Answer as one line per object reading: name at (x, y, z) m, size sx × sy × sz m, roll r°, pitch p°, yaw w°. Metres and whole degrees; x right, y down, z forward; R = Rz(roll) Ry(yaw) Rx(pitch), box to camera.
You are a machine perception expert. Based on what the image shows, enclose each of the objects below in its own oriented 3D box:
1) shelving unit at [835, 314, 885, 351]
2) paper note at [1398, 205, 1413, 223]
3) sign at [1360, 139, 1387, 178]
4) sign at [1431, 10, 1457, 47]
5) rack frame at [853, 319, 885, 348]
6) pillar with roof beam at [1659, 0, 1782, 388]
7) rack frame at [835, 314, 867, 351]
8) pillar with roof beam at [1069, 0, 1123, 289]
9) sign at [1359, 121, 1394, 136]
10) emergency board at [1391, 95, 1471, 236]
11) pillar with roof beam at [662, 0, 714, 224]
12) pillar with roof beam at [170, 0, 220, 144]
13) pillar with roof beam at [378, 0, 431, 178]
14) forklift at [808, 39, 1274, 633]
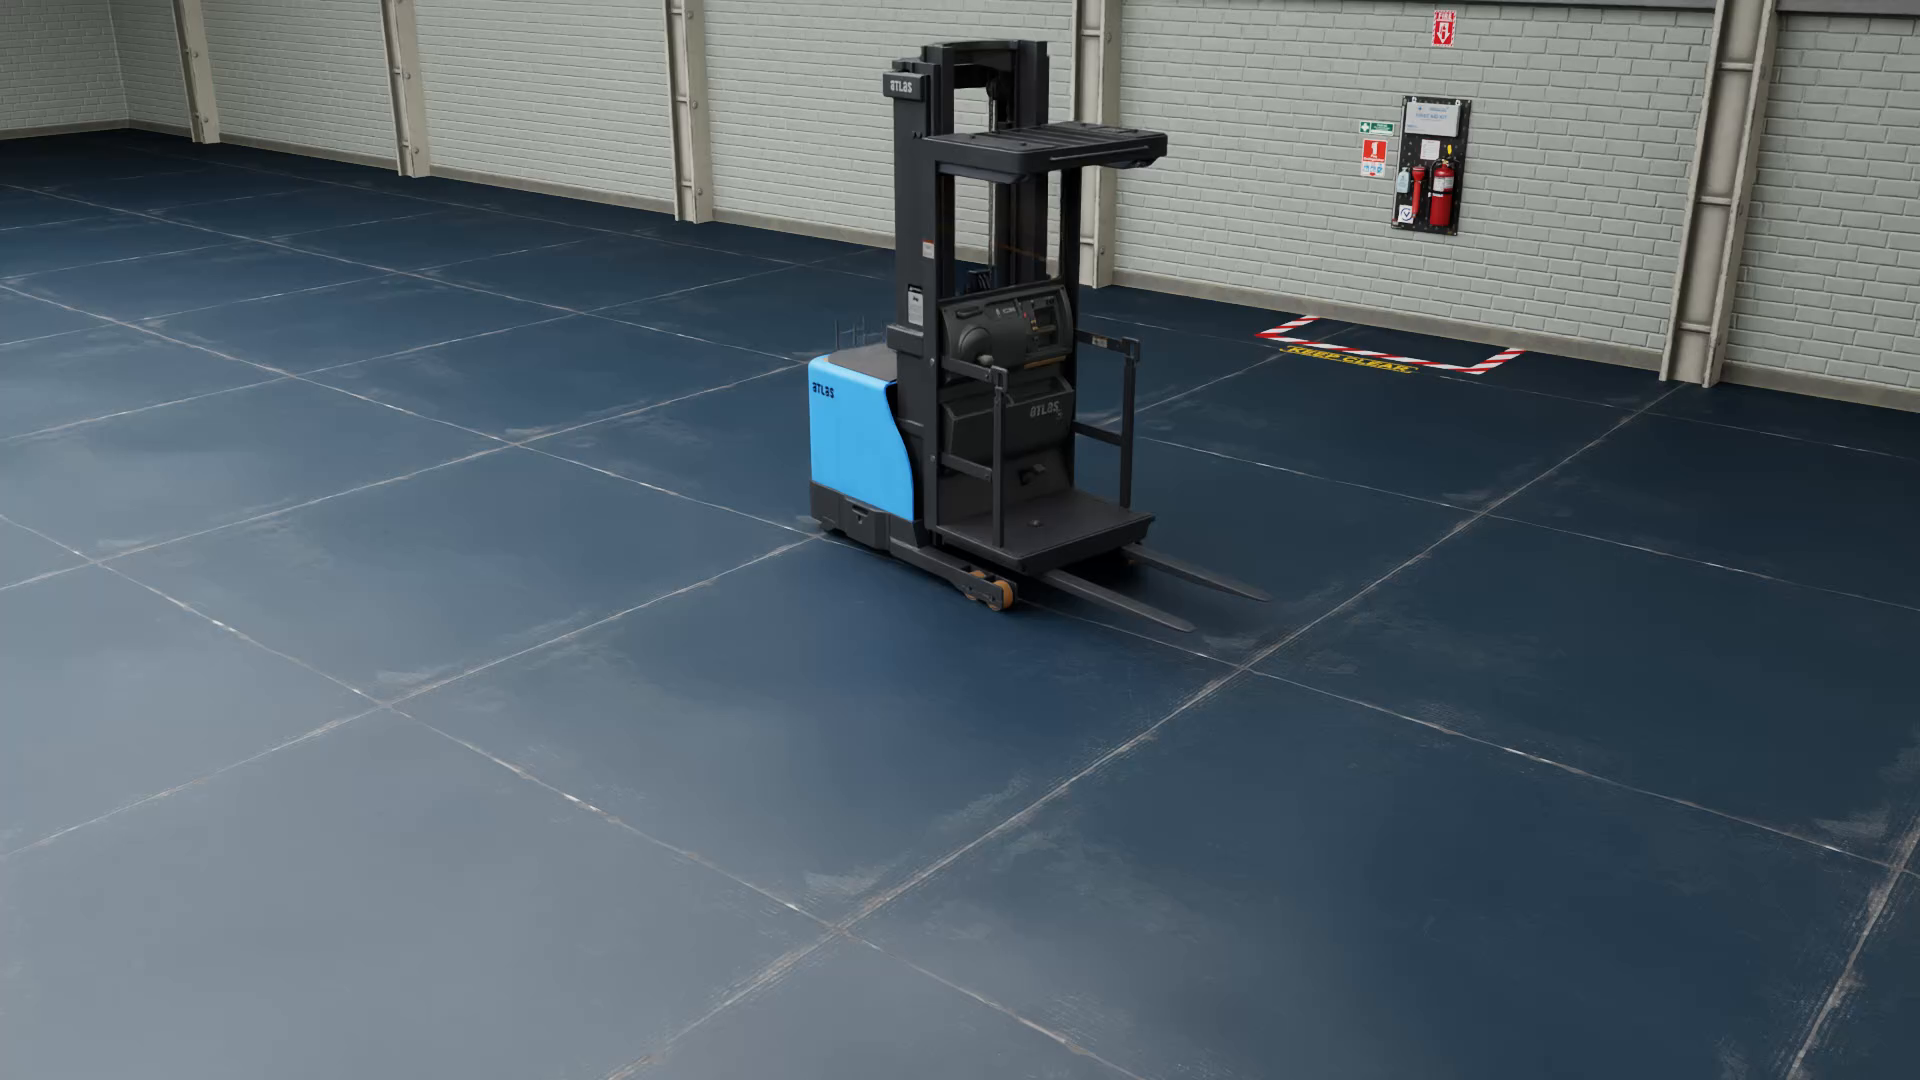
shelving unit at (-0.621, -0.819, 10.635) m, size 0.258 × 1.200 × 0.189 m, roll -17°, pitch 25°, yaw -38°
paper note at (4.005, -2.925, 14.921) m, size 0.142 × 0.148 × 0.016 m, roll 16°, pitch 26°, yaw 36°
sign at (3.735, -3.447, 15.006) m, size 0.234 × 0.329 × 0.001 m, roll 16°, pitch 26°, yaw 36°
sign at (4.155, -4.392, 14.279) m, size 0.199 × 0.298 × 0.001 m, roll 16°, pitch 26°, yaw 36°
rack frame at (-0.561, -0.797, 10.570) m, size 0.240 × 1.200 × 0.006 m, roll -17°, pitch 25°, yaw -38°
pillar with roof beam at (3.267, -4.347, 8.942) m, size 0.400 × 9.000 × 9.100 m, roll 16°, pitch 26°, yaw 36°
rack frame at (-0.681, -0.842, 10.701) m, size 0.240 × 1.200 × 0.006 m, roll -17°, pitch 25°, yaw -38°
pillar with roof beam at (-1.382, -5.685, 12.492) m, size 0.400 × 9.000 × 9.100 m, roll 16°, pitch 26°, yaw 36°
sign at (3.733, -3.691, 14.904) m, size 0.331 × 0.109 × 0.001 m, roll 16°, pitch 26°, yaw 36°
emergency board at (4.098, -3.278, 14.611) m, size 0.643 × 1.169 × 0.194 m, roll 16°, pitch 26°, yaw 36°
pillar with roof beam at (-6.030, -7.024, 16.041) m, size 0.400 × 9.000 × 9.100 m, roll 16°, pitch 26°, yaw 36°
pillar with roof beam at (-15.327, -9.701, 23.141) m, size 0.400 × 9.000 × 9.100 m, roll 16°, pitch 26°, yaw 36°
pillar with roof beam at (-10.678, -8.363, 19.591) m, size 0.400 × 9.000 × 9.100 m, roll 16°, pitch 26°, yaw 36°
forklift at (0.409, -1.183, 9.152) m, size 1.130 × 2.935 × 3.031 m, roll -17°, pitch 26°, yaw -38°
